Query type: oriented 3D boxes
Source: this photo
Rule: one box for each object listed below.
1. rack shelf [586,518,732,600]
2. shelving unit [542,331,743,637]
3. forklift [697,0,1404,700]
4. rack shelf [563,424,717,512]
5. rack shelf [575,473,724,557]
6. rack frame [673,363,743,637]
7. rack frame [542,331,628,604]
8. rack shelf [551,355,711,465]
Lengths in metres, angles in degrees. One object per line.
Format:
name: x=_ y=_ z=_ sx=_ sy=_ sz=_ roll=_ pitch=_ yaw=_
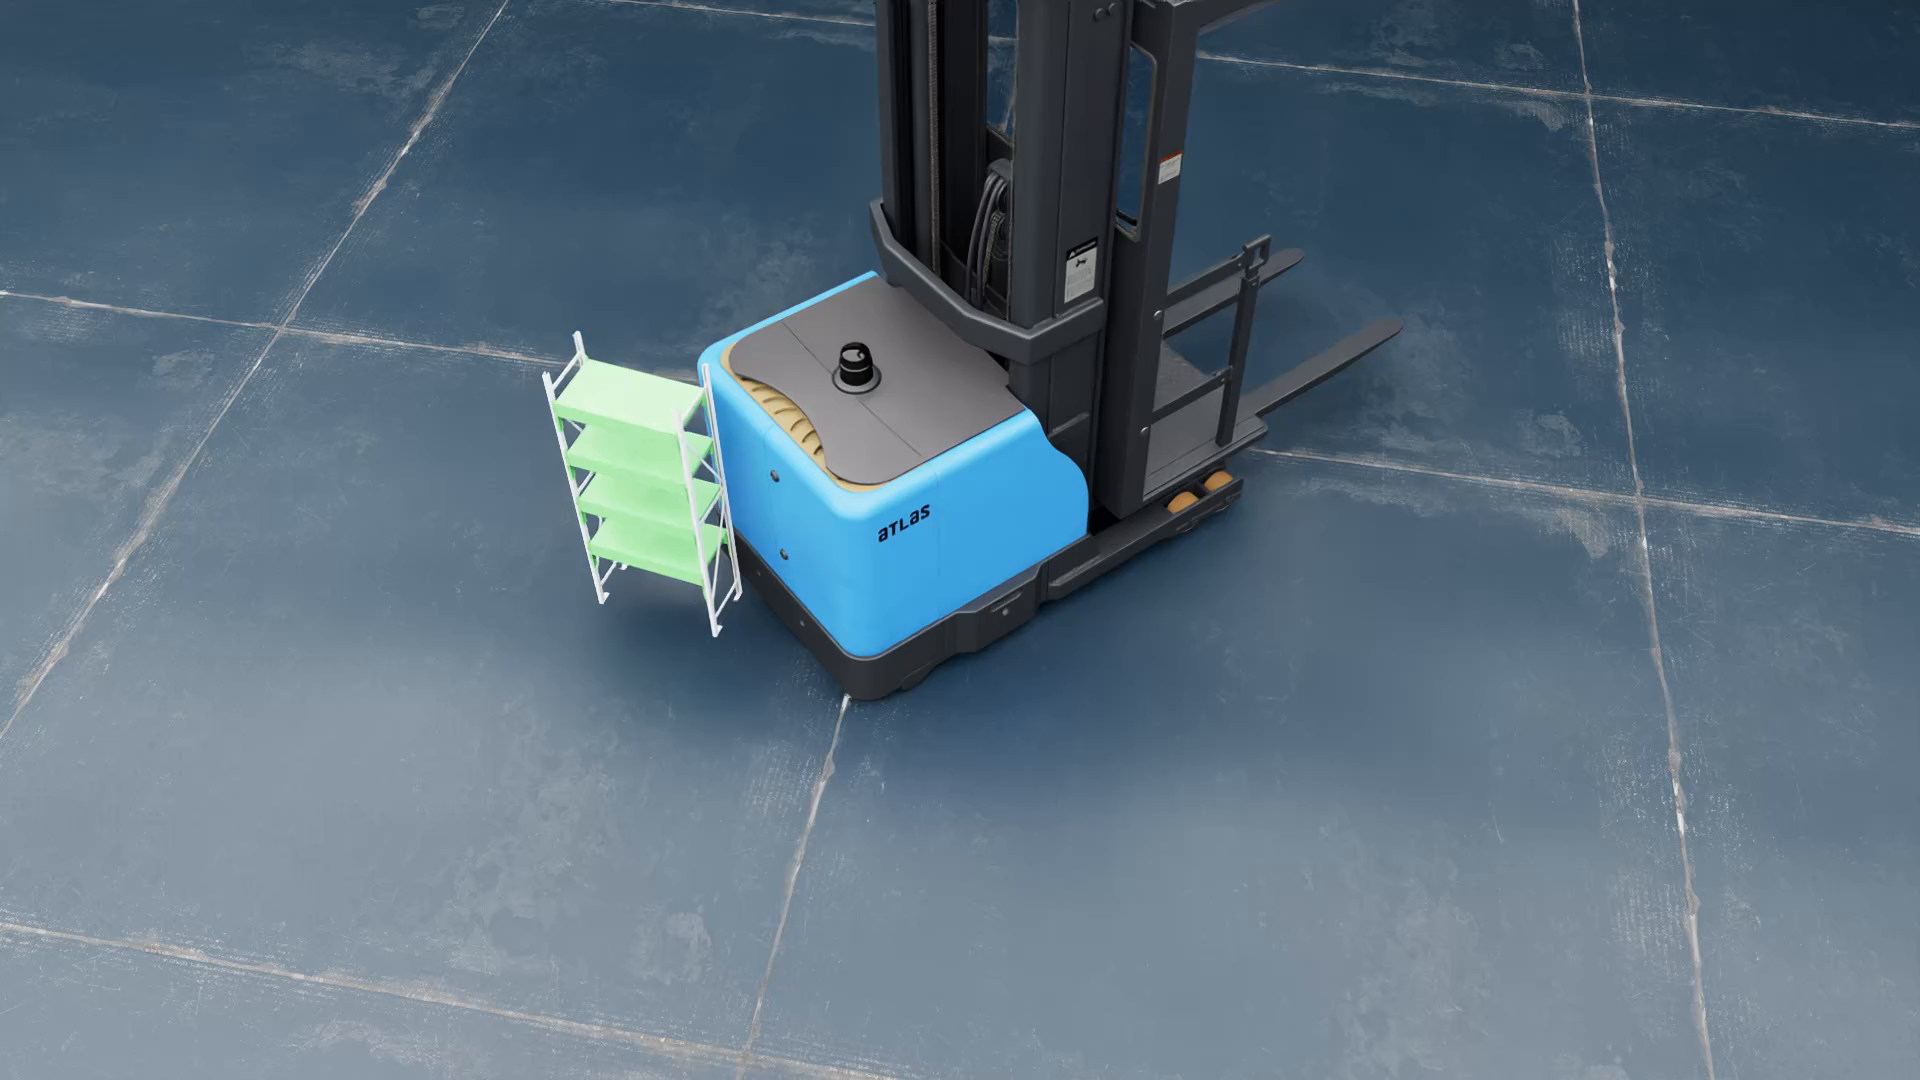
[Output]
rack shelf: x=-1.132 y=0.029 z=6.298 sx=0.480 sy=0.148 sz=0.258 roll=15 pitch=50 yaw=13
shelving unit: x=-1.132 y=-0.175 z=6.072 sx=0.503 sy=1.200 sz=0.258 roll=15 pitch=50 yaw=13
forklift: x=0.536 y=-1.299 z=5.919 sx=3.031 sy=2.935 sz=1.130 roll=-29 pitch=54 yaw=-24
rack shelf: x=-1.132 y=-0.292 z=5.941 sx=0.480 sy=0.148 sz=0.258 roll=15 pitch=50 yaw=13
rack shelf: x=-1.132 y=-0.132 z=6.120 sx=0.480 sy=0.148 sz=0.258 roll=15 pitch=50 yaw=13
rack frame: x=-0.902 y=-0.113 z=6.017 sx=0.015 sy=1.200 sz=0.240 roll=15 pitch=50 yaw=13
rack frame: x=-1.362 y=-0.236 z=6.127 sx=0.015 sy=1.200 sz=0.240 roll=15 pitch=50 yaw=13
rack shelf: x=-1.132 y=-0.453 z=5.763 sx=0.480 sy=0.148 sz=0.258 roll=15 pitch=50 yaw=13
